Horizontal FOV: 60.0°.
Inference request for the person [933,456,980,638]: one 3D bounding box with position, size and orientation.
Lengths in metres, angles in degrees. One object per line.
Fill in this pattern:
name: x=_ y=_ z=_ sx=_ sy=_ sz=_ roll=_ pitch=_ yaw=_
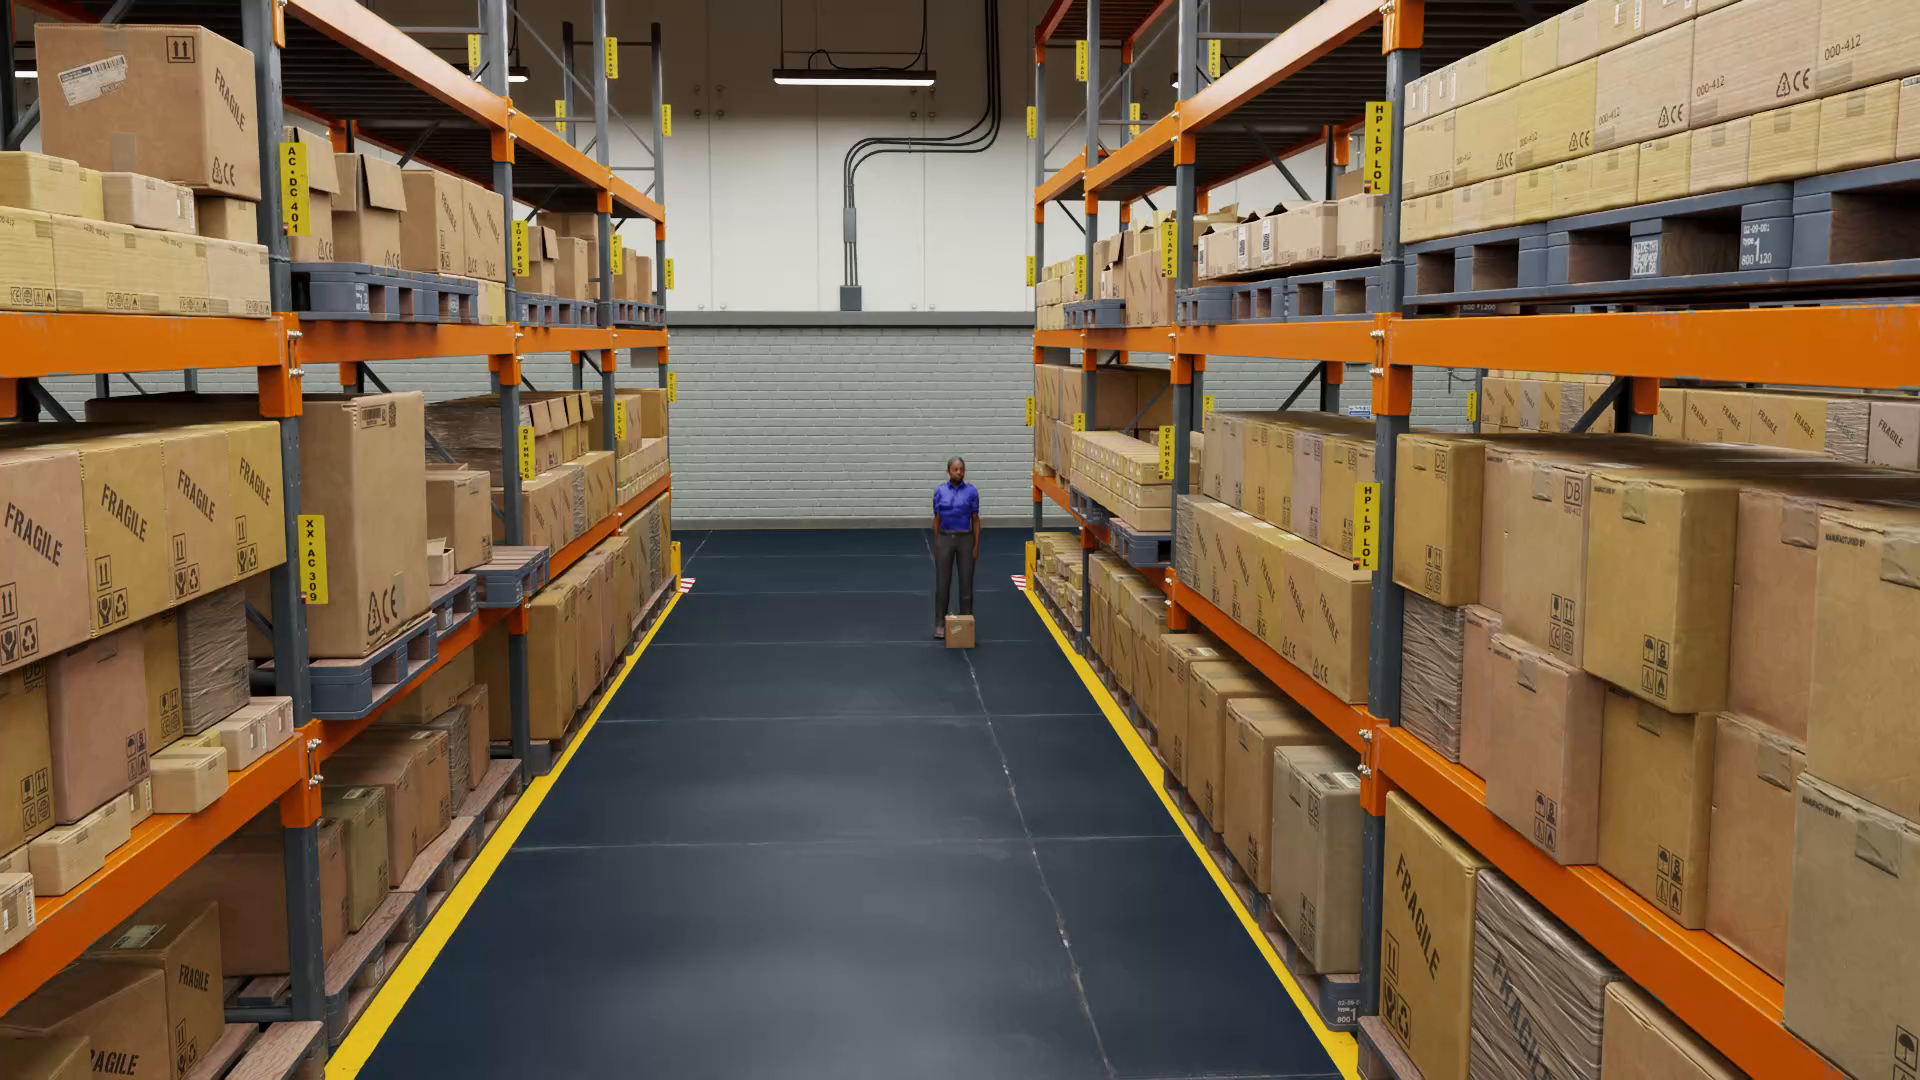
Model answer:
person: x=-0.030 y=0.062 z=15.260 sx=0.436 sy=1.663 sz=0.317 roll=0 pitch=7 yaw=-3
